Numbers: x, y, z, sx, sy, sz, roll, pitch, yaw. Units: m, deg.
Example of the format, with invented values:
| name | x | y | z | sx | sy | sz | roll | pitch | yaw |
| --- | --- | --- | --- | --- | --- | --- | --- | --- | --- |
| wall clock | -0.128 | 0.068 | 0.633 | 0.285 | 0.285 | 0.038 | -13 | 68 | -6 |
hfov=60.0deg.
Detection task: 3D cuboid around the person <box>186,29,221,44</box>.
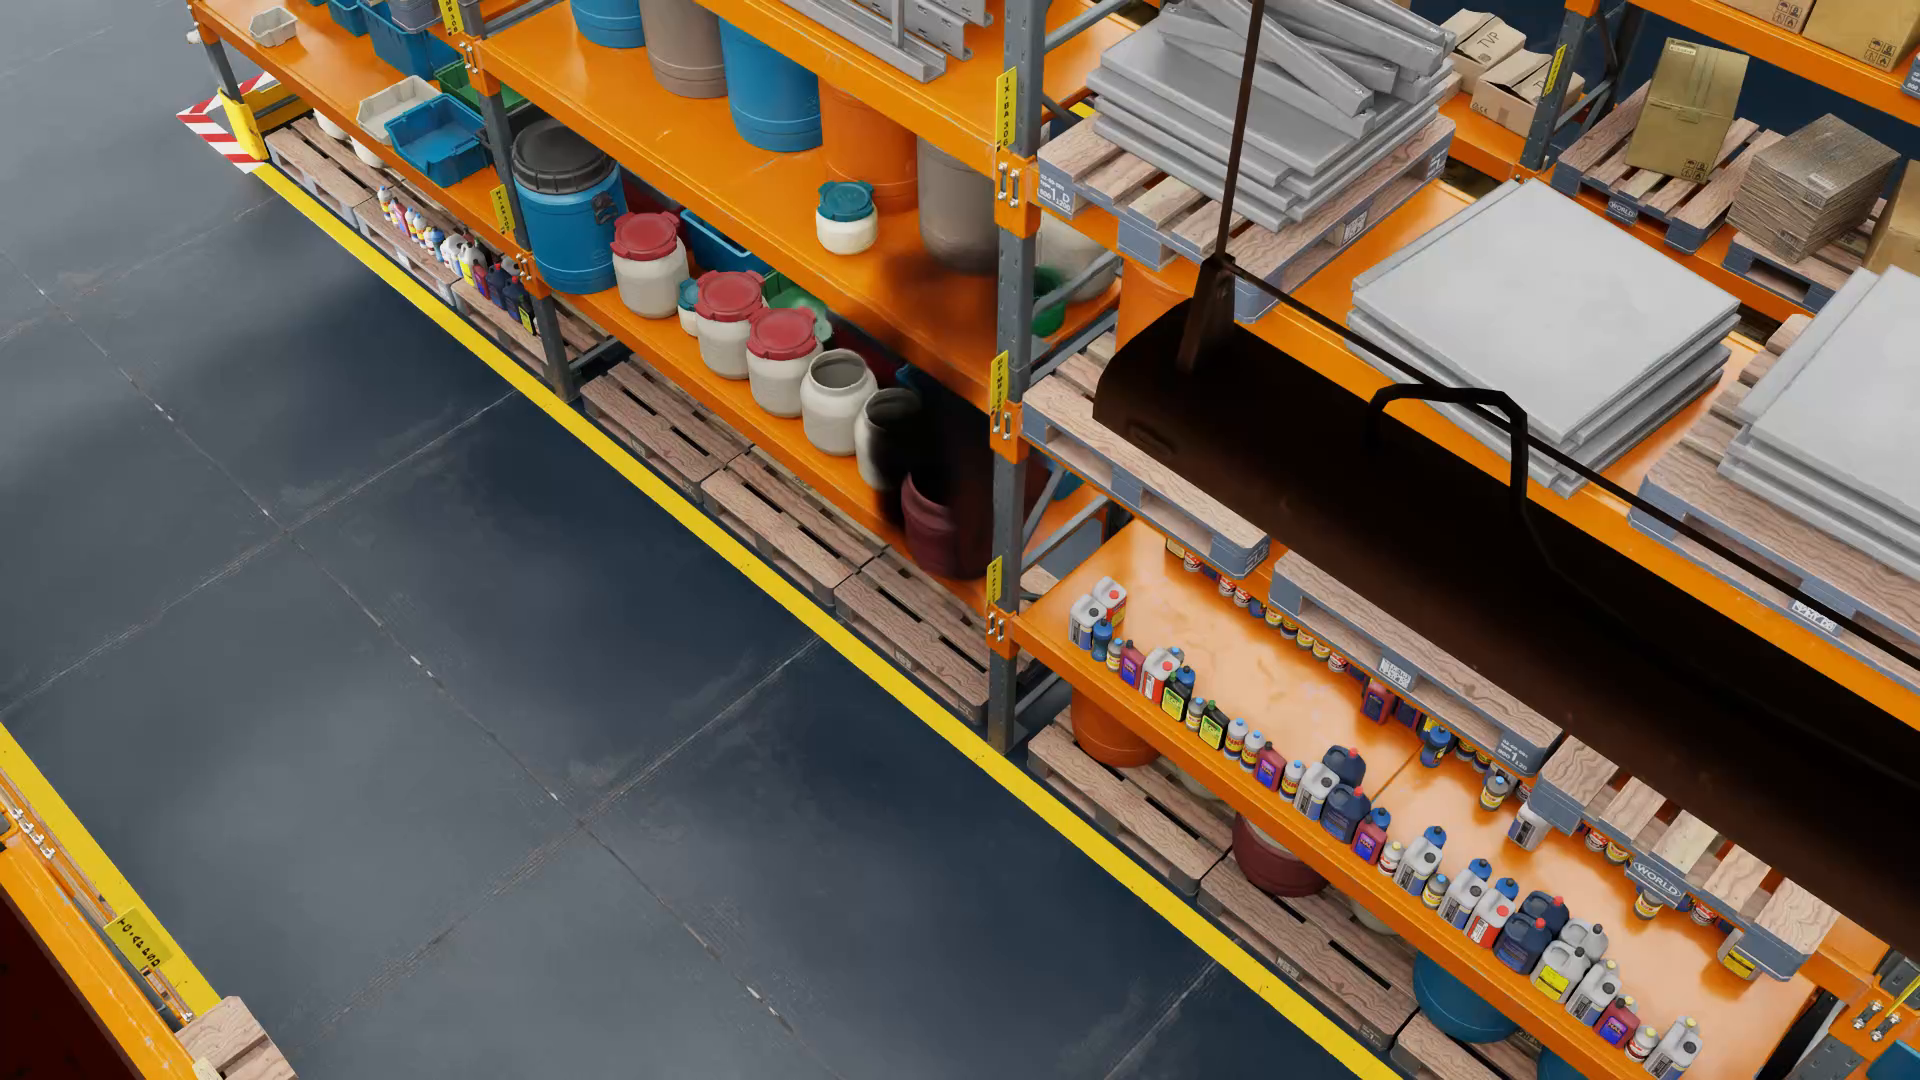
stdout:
| name | x | y | z | sx | sy | sz | roll | pitch | yaw |
| --- | --- | --- | --- | --- | --- | --- | --- | --- | --- |
| person | -6.028 | -4.825 | 13.265 | 0.873 | 1.800 | 0.705 | -7 | 50 | -6 |
